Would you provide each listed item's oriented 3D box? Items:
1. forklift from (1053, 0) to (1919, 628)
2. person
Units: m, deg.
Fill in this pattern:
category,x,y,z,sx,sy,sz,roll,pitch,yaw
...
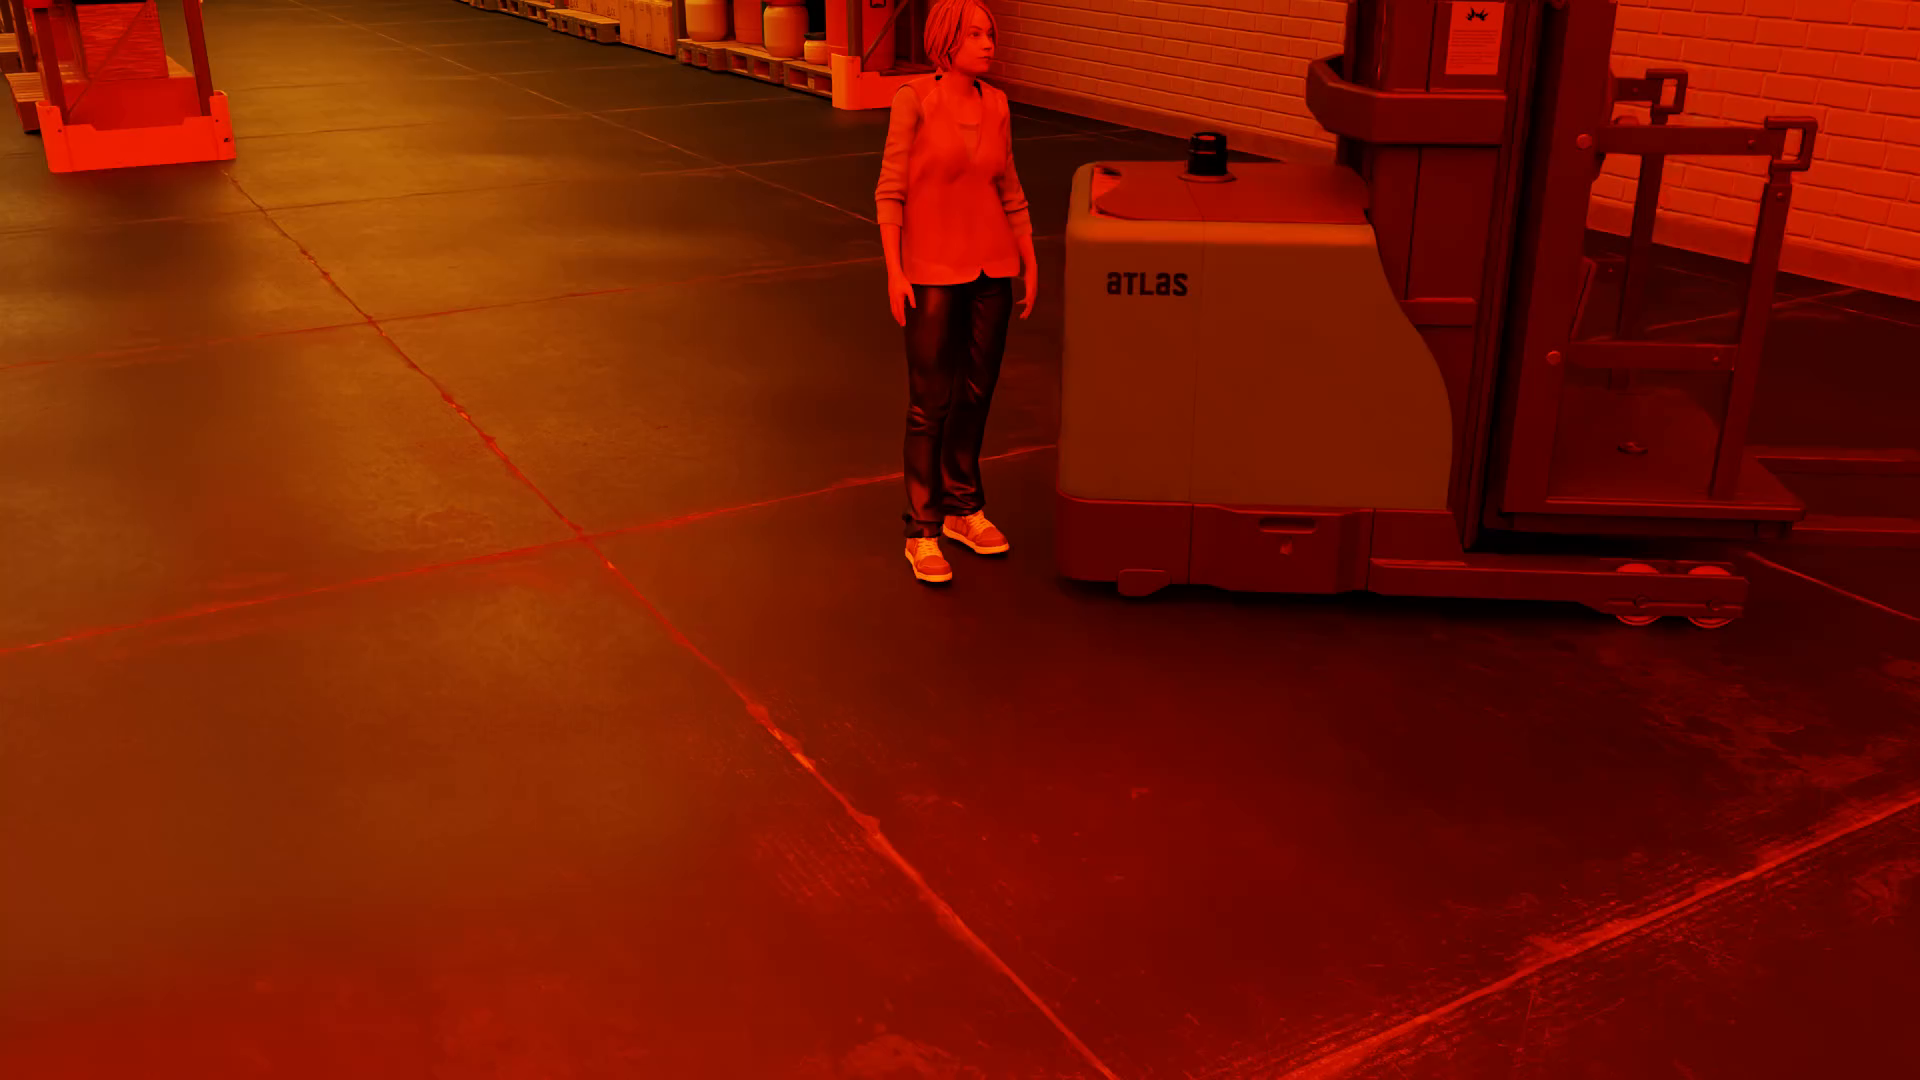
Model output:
category,x,y,z,sx,sy,sz,roll,pitch,yaw
forklift,1.813,-1.326,4.506,3.031,2.935,1.130,2,22,4
person,0.024,-0.719,4.763,0.520,1.597,0.476,-12,25,-28
